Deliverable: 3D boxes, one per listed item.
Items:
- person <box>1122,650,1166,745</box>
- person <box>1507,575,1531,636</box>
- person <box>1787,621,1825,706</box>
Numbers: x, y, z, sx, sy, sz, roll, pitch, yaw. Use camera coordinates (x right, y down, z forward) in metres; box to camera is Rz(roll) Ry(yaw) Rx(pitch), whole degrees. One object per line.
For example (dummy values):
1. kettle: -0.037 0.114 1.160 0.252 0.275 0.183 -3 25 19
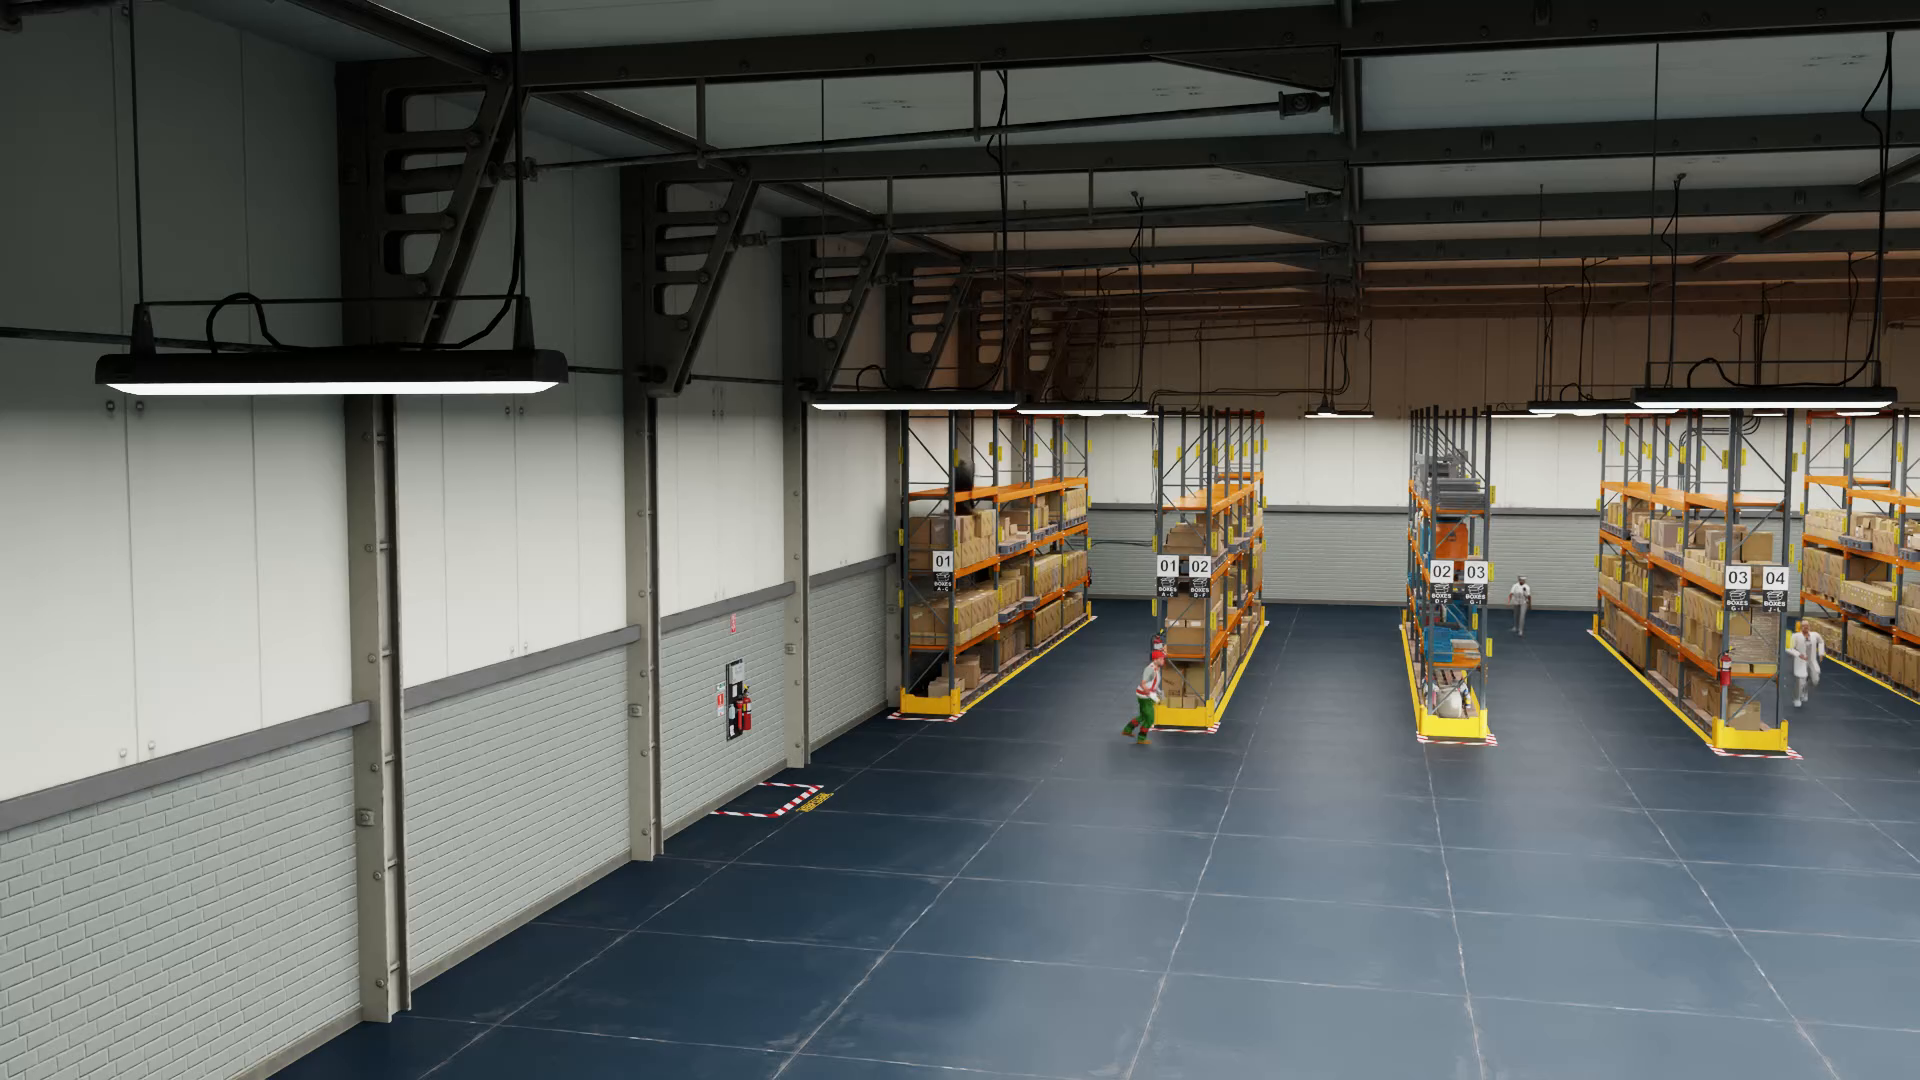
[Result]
1. person: 3.242 2.772 29.379 0.850 1.693 0.637 2 4 21
2. person: 14.989 1.710 44.558 0.581 1.603 0.960 2 5 31
3. person: 16.911 2.473 33.207 0.755 1.736 0.760 1 4 8
